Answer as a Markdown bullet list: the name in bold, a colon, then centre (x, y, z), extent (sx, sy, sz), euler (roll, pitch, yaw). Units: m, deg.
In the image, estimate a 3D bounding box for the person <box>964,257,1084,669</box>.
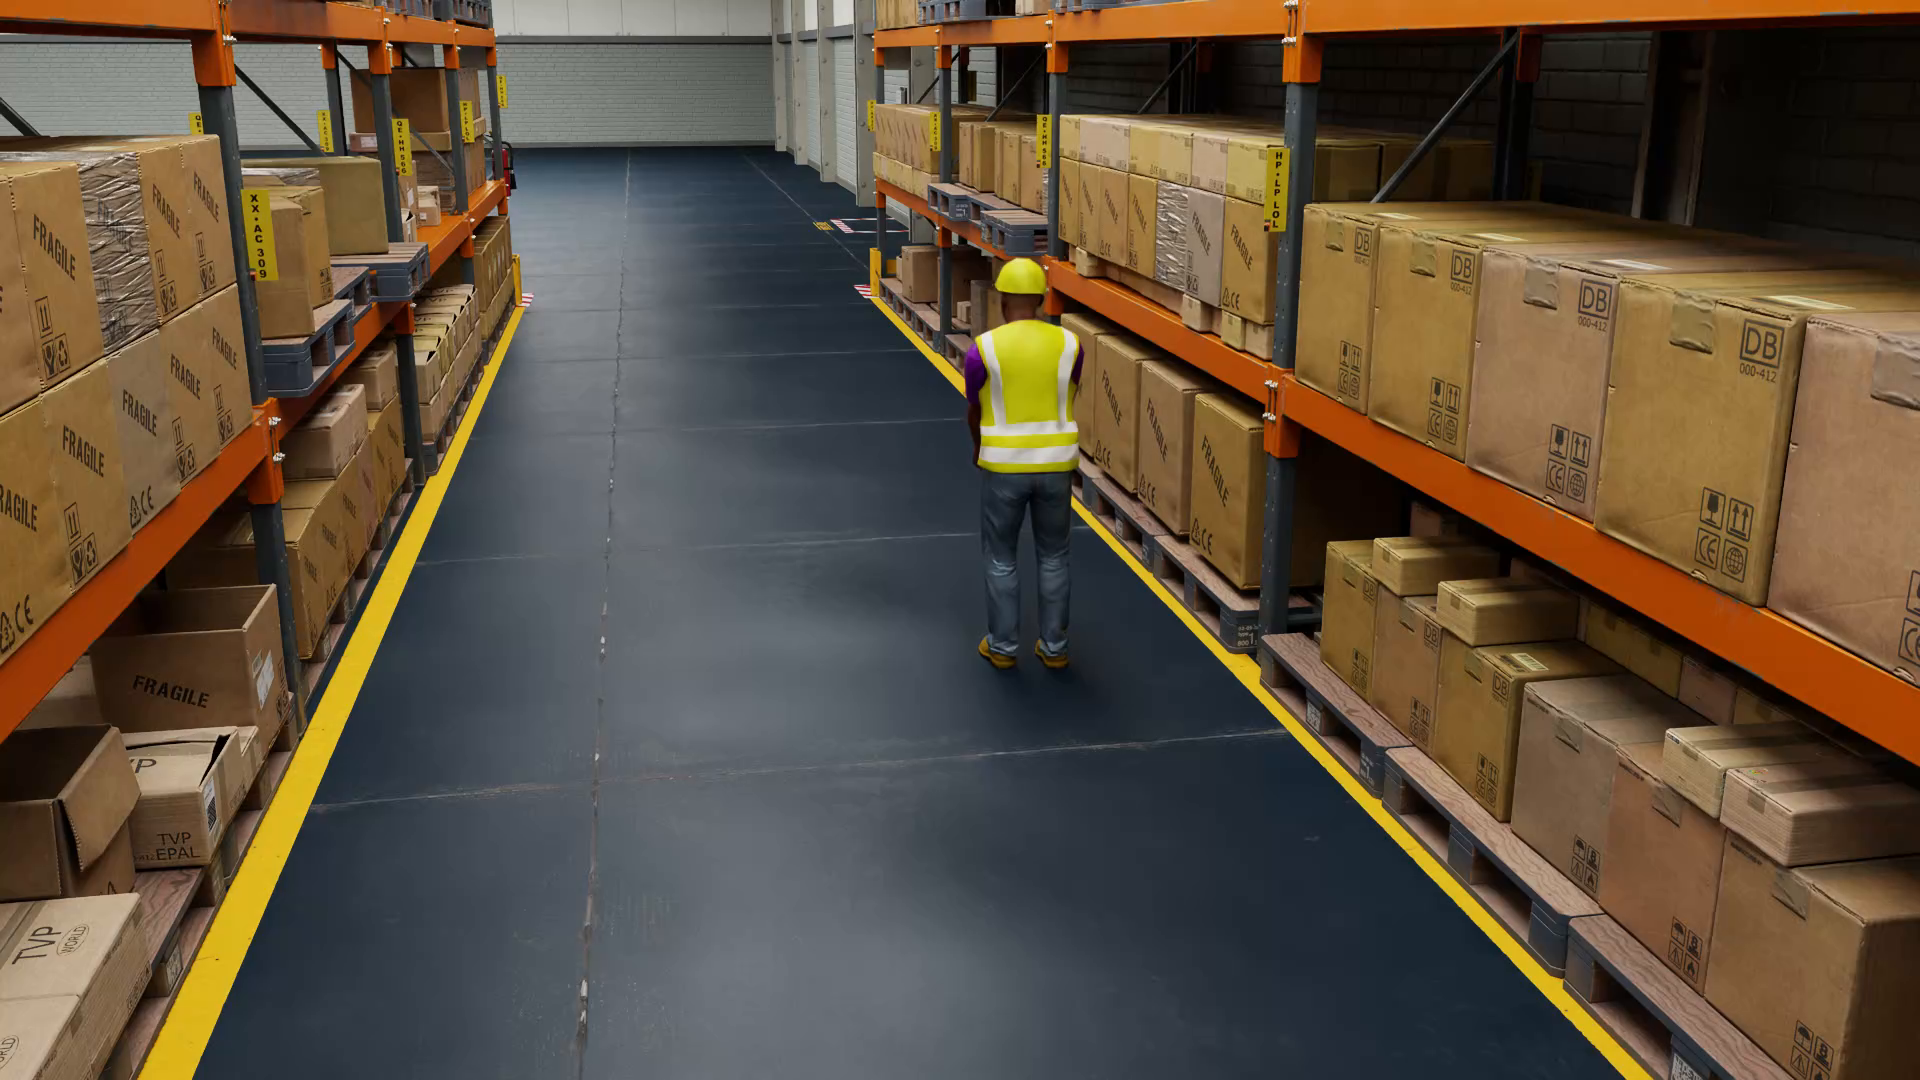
- **person**: centre (0.252, -0.333, 7.145), extent (0.504, 1.758, 0.581), euler (-3, 17, -11)
